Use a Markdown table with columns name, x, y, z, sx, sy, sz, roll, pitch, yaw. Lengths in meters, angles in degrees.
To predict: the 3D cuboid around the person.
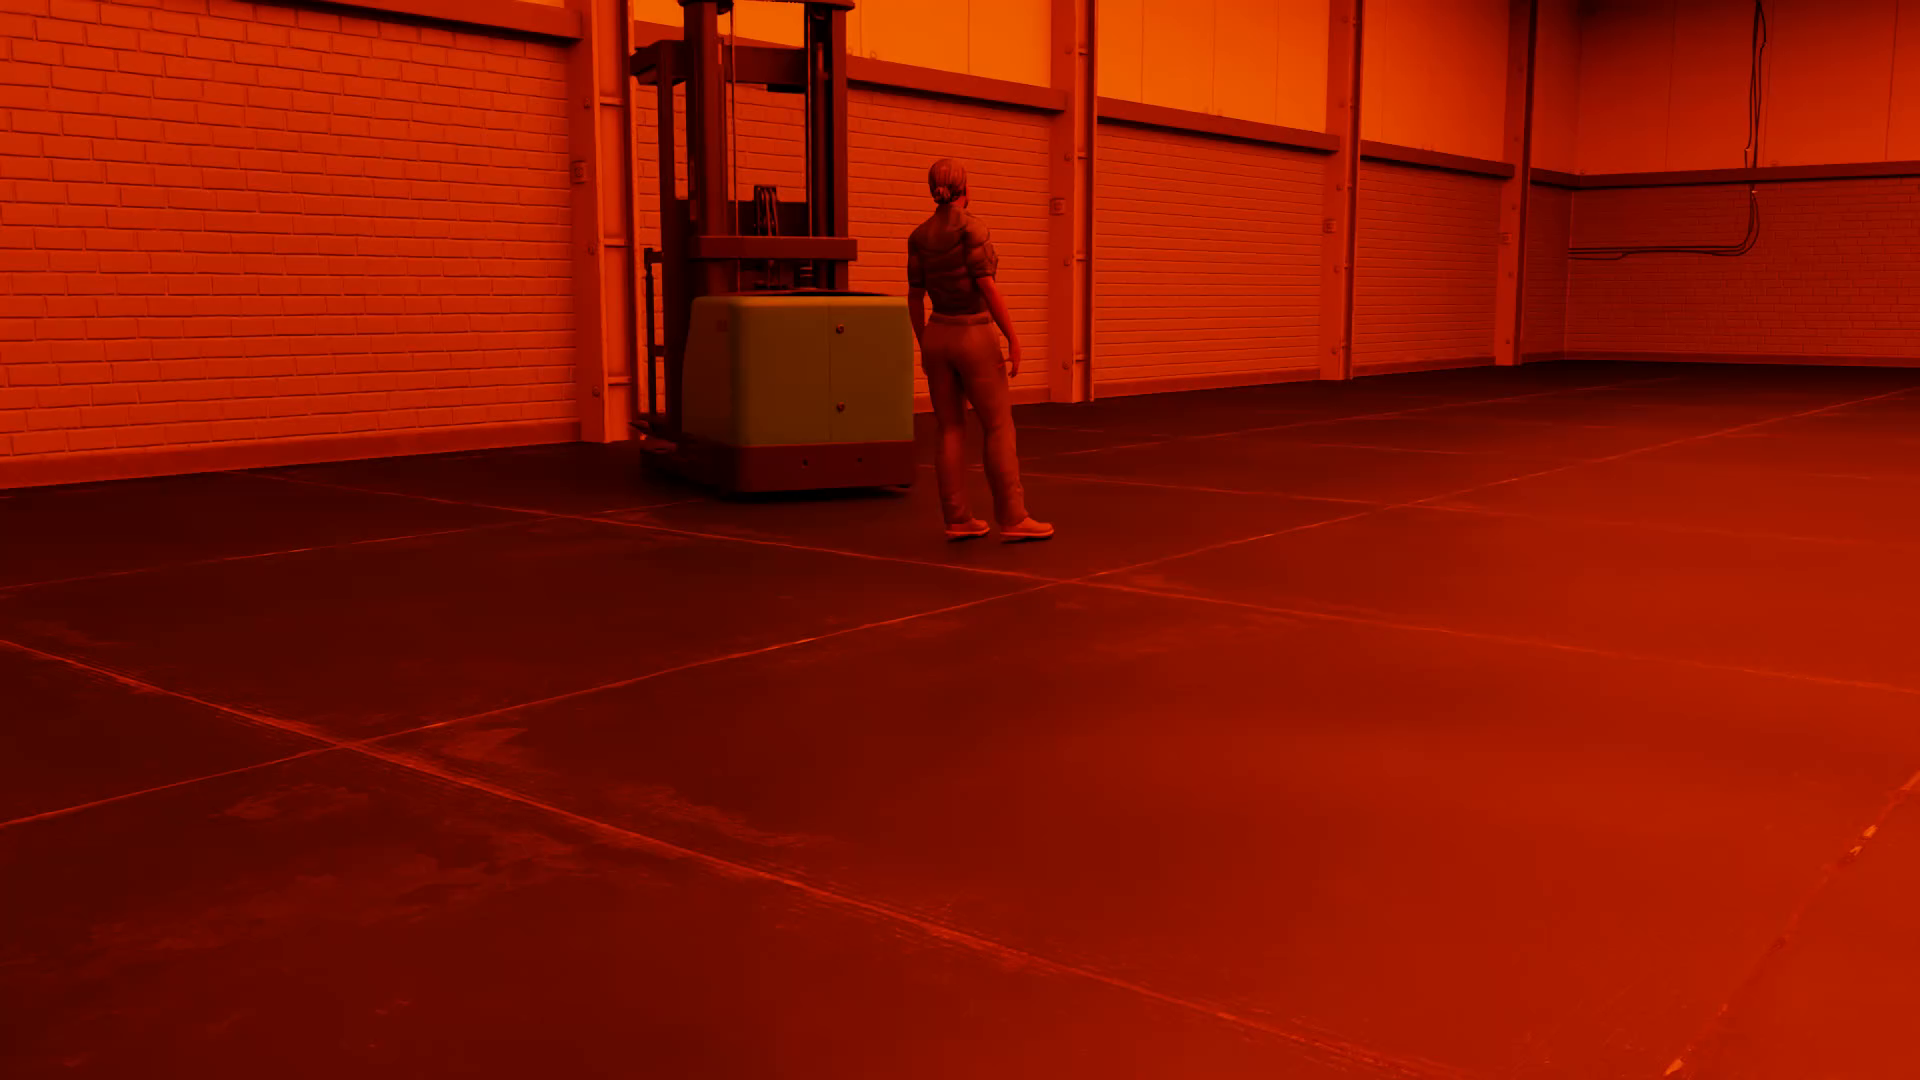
| name | x | y | z | sx | sy | sz | roll | pitch | yaw |
| --- | --- | --- | --- | --- | --- | --- | --- | --- | --- |
| person | 0.071 | -0.834 | 7.339 | 0.569 | 1.655 | 0.504 | 7 | 11 | 38 |

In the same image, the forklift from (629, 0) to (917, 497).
| name | x | y | z | sx | sy | sz | roll | pitch | yaw |
| --- | --- | --- | --- | --- | --- | --- | --- | --- | --- |
| forklift | -1.307 | -1.850 | 9.921 | 1.130 | 2.935 | 3.031 | -4 | 9 | -24 |
